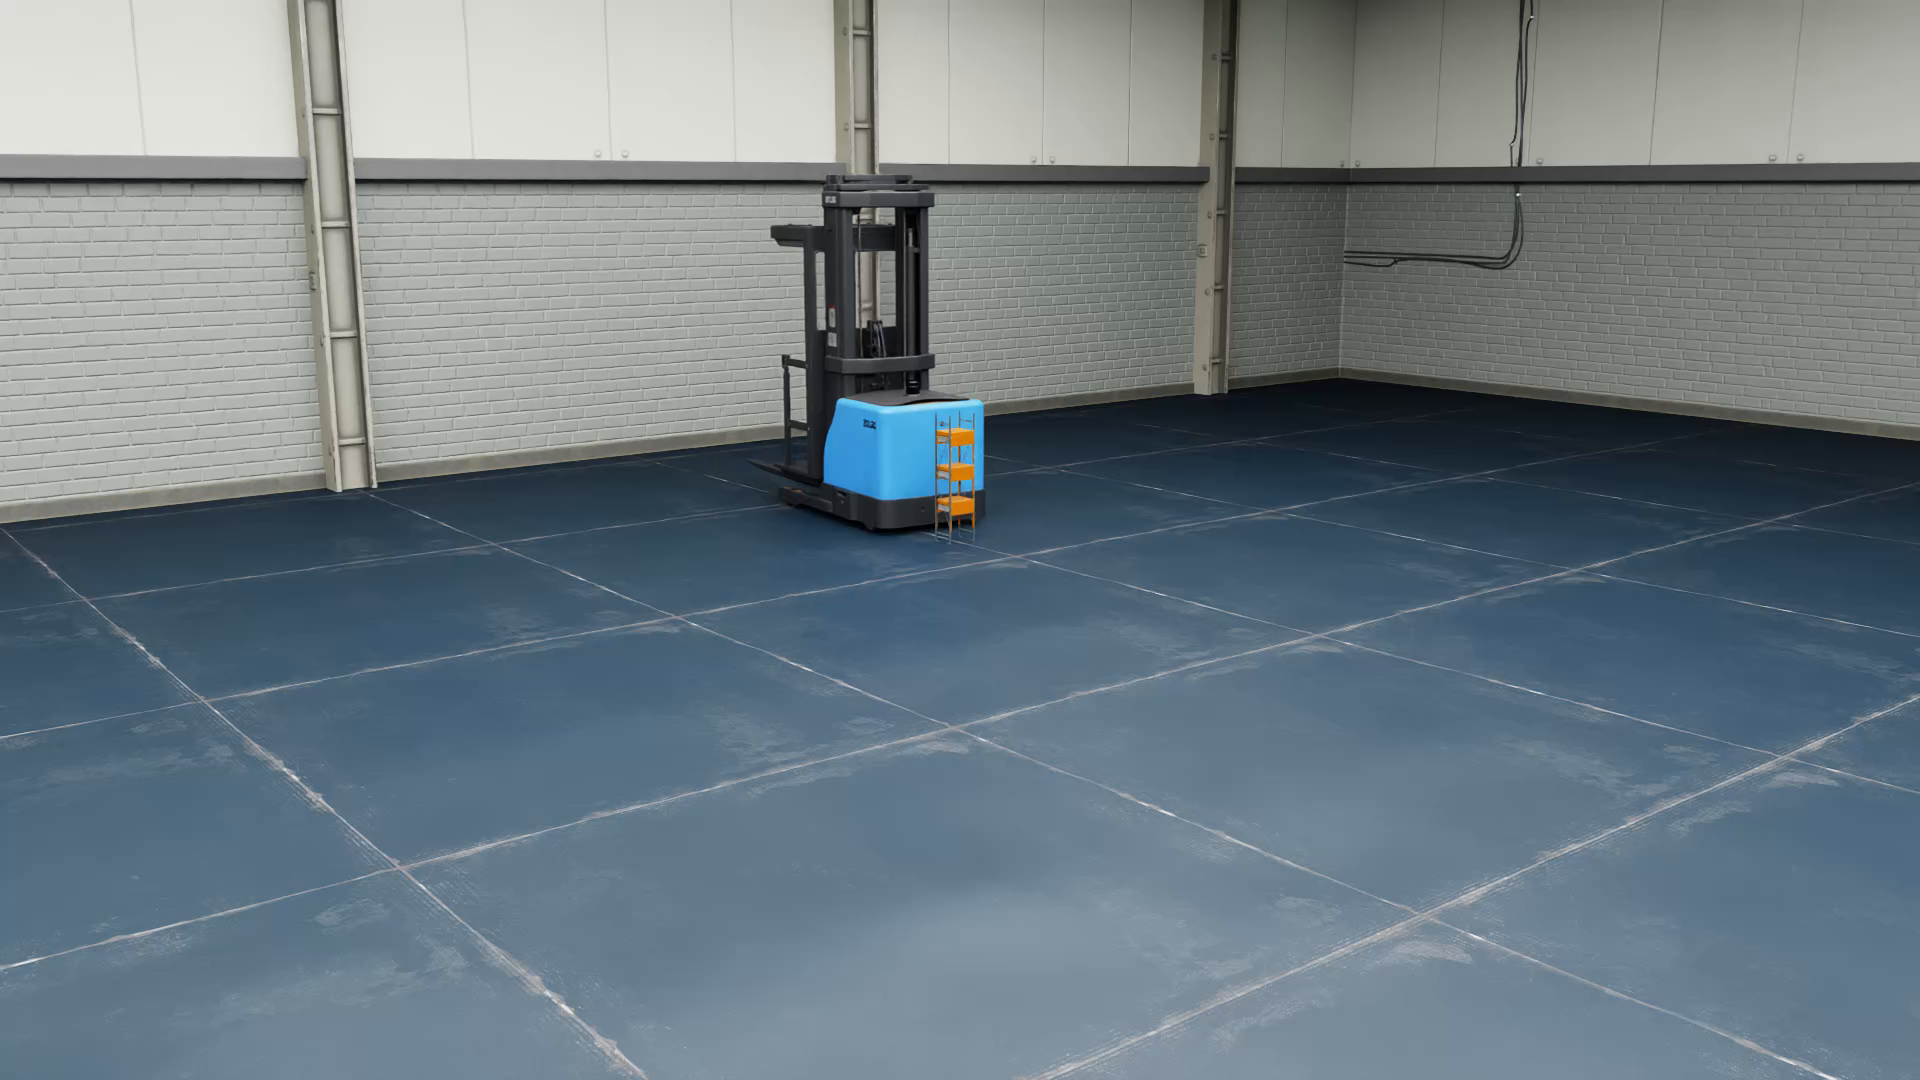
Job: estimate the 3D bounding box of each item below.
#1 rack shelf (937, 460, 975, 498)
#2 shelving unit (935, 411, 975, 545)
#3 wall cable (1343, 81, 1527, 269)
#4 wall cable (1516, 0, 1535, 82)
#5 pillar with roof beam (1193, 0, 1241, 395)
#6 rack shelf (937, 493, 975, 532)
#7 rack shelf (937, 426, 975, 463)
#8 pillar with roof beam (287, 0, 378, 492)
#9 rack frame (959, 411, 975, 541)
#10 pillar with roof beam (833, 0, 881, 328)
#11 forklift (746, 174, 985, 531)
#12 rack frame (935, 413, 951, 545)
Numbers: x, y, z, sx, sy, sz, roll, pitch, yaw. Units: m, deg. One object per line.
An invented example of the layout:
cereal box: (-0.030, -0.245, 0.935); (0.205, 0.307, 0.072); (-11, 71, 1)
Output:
rack shelf: (-0.042, -0.496, 13.489); (0.240, 0.259, 0.215); (-9, 15, -38)
shelving unit: (-0.042, -0.507, 13.487); (0.252, 1.050, 0.215); (-9, 15, -38)
wall cable: (6.638, -5.115, 23.527); (0.112, 2.526, 3.097); (-9, 15, -38)
wall cable: (8.328, -7.146, 20.936); (0.112, 2.526, 3.097); (-9, 15, -38)
pillar with roof beam: (6.201, -5.768, 19.126); (0.400, 9.000, 9.100); (-9, 15, -38)
rack shelf: (-0.042, -0.224, 13.547); (0.240, 0.259, 0.215); (-9, 15, -38)
rack shelf: (-0.042, -0.774, 13.430); (0.240, 0.259, 0.215); (-9, 15, -38)
pillar with roof beam: (-3.169, -4.210, 11.793); (0.400, 9.000, 9.100); (-9, 15, -38)
rack frame: (0.053, -0.522, 13.562); (0.008, 1.050, 0.200); (-9, 15, -38)
pillar with roof beam: (1.516, -4.989, 15.459); (0.400, 9.000, 9.100); (-9, 15, -38)
forklift: (-0.997, -1.769, 14.903); (1.130, 2.935, 3.031); (-8, 14, -32)
rack frame: (-0.137, -0.491, 13.412); (0.008, 1.050, 0.200); (-9, 15, -38)
